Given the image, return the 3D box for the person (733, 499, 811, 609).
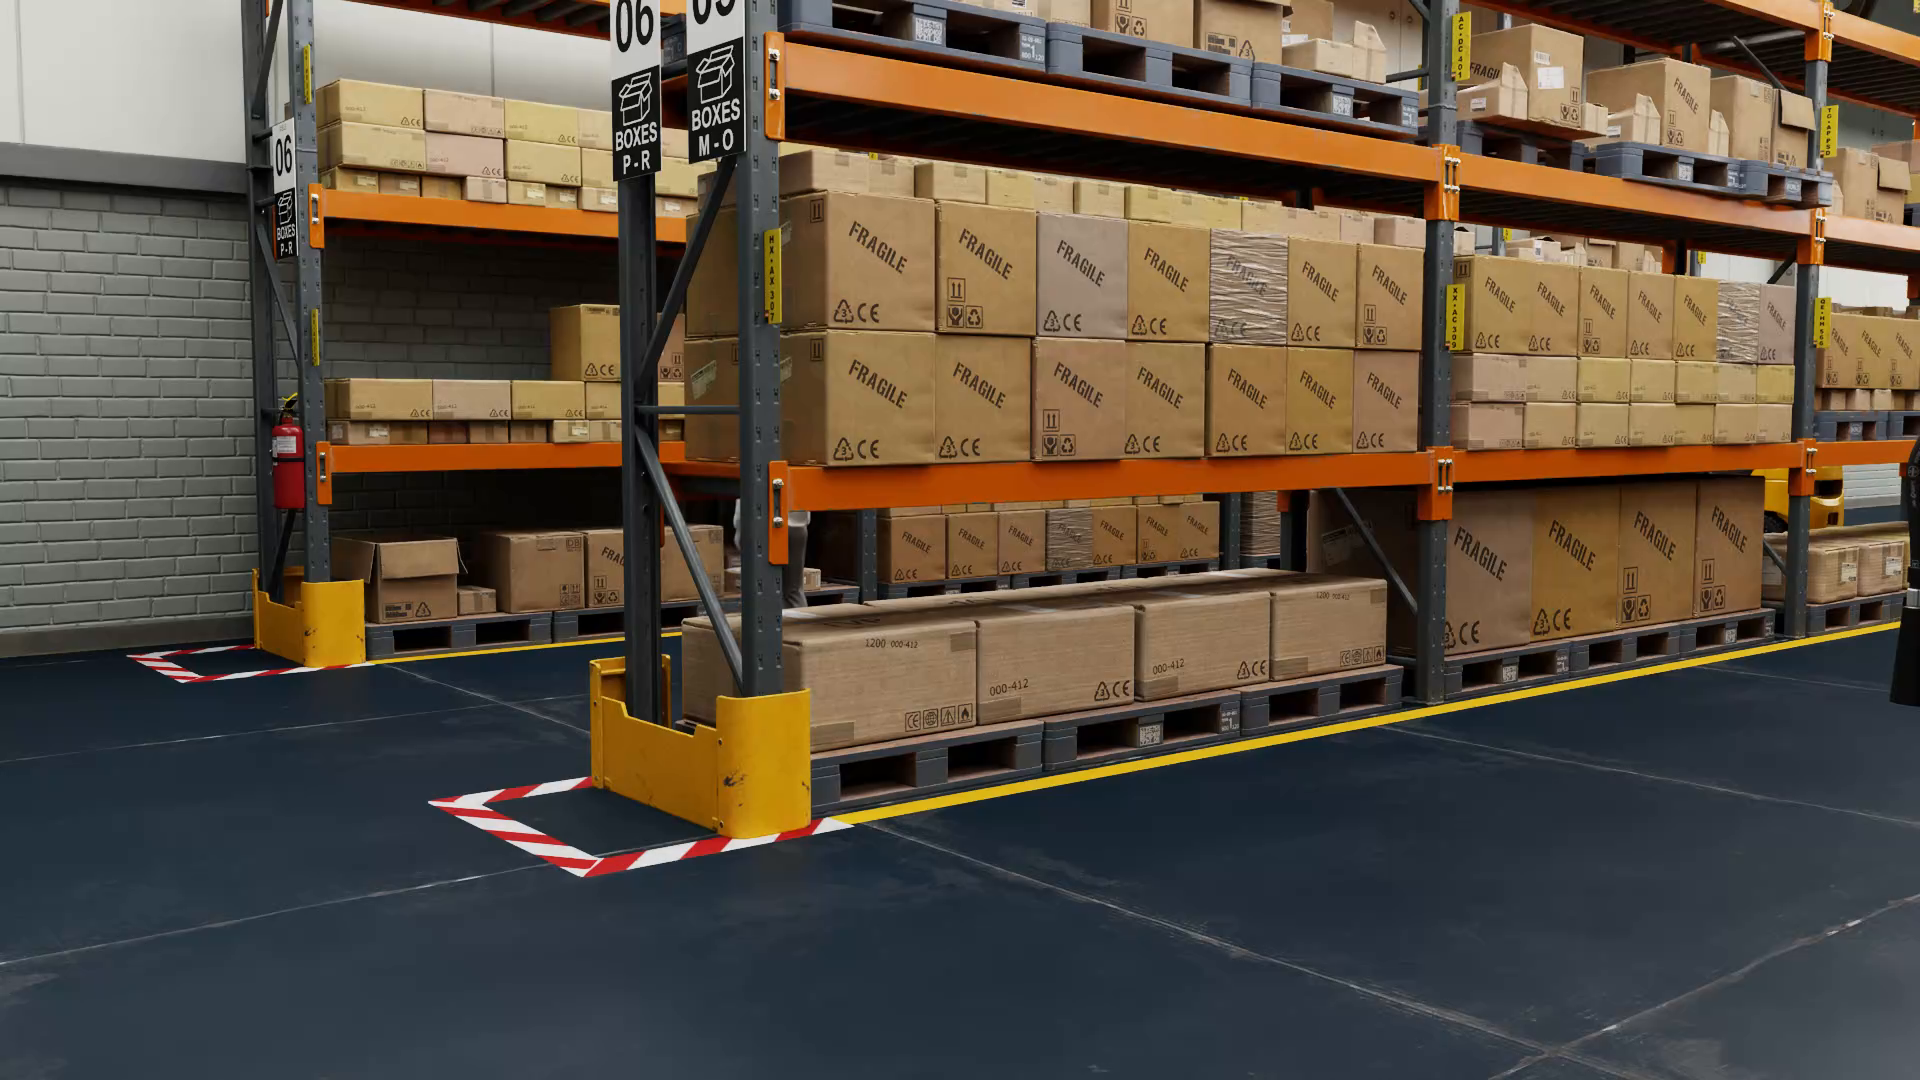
[{"bbox_3d":[-1.070,-0.059,9.482,0.514,1.664,0.412,-4,6,-41],"label":"person"}]
